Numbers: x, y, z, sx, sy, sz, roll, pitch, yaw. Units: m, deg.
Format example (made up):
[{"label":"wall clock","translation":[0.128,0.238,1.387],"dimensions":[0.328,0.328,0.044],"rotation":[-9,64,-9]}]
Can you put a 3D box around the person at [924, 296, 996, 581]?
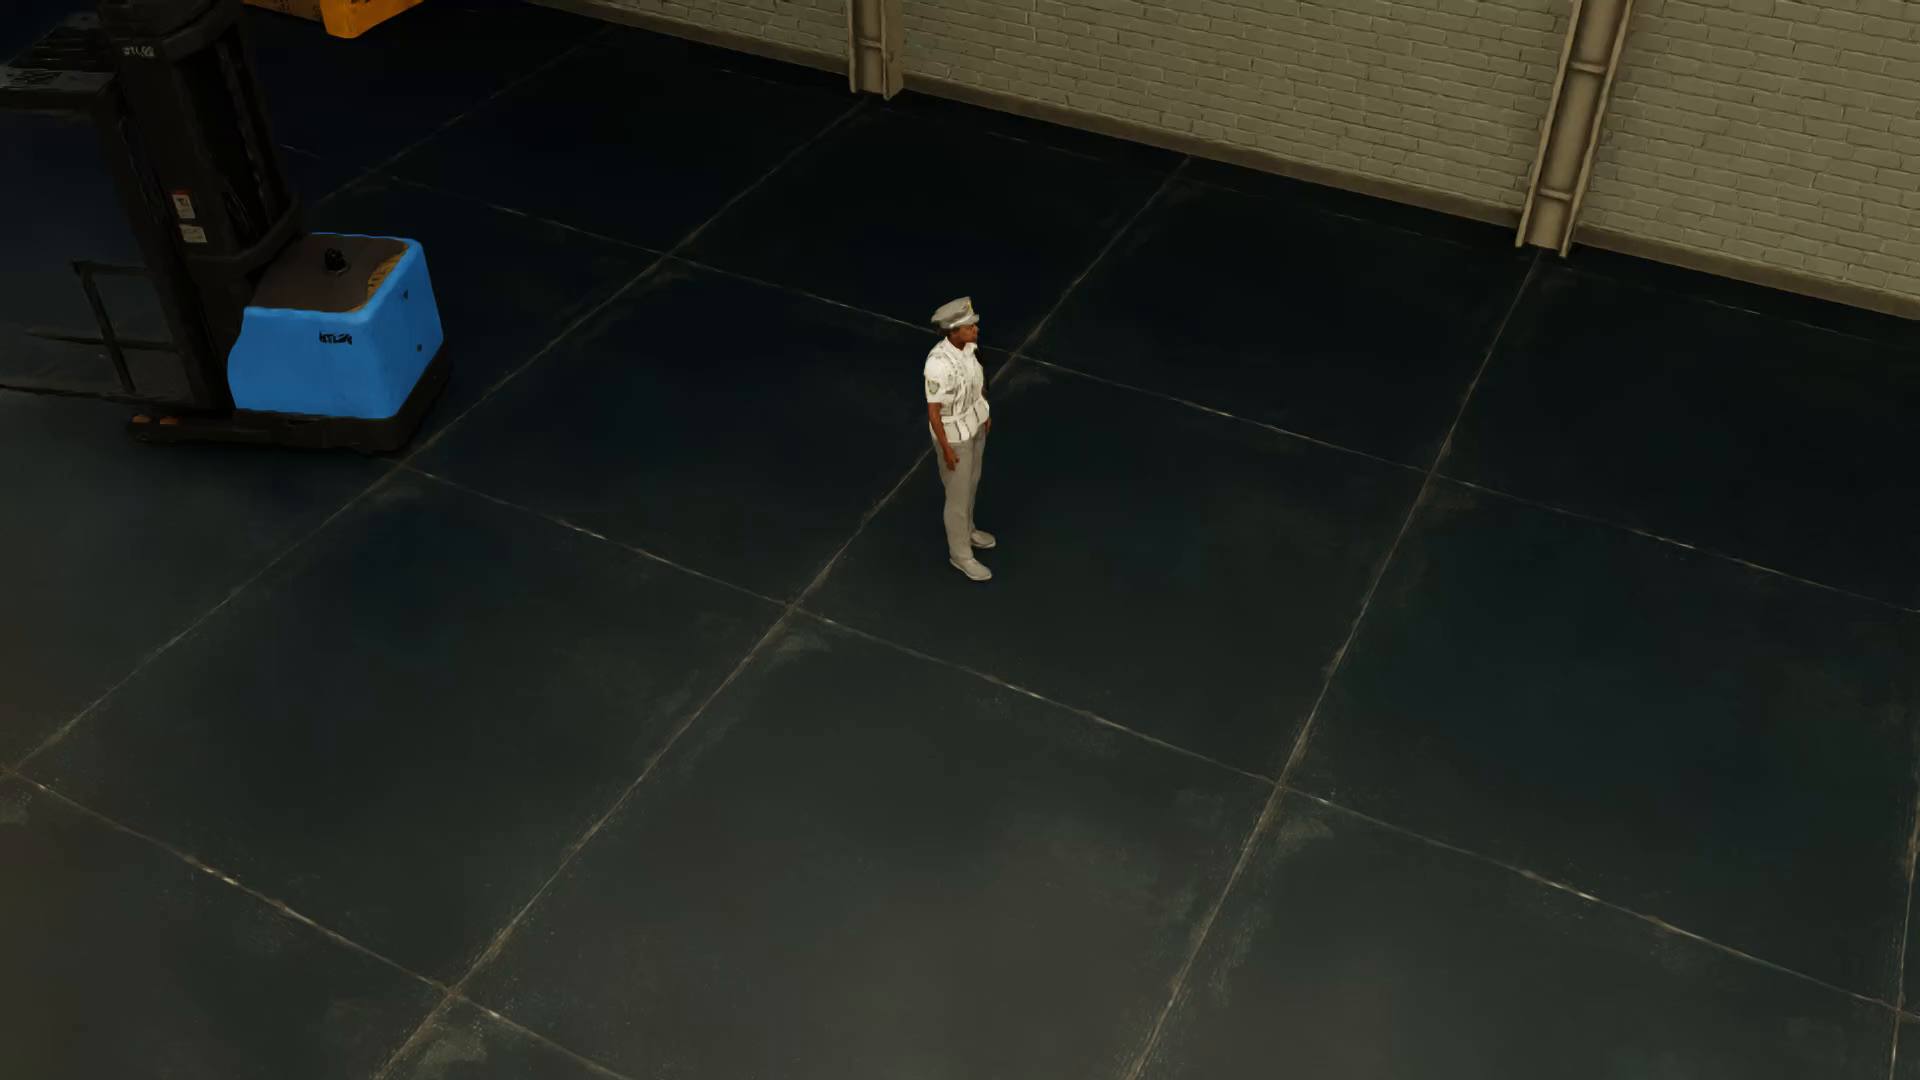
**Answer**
[{"label":"person","translation":[0.058,-0.620,9.672],"dimensions":[0.529,1.693,0.570],"rotation":[18,43,21]}]

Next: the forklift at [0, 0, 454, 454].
[{"label":"forklift","translation":[-5.080,-2.103,10.483],"dimensions":[3.031,2.935,1.130],"rotation":[5,40,6]}]
